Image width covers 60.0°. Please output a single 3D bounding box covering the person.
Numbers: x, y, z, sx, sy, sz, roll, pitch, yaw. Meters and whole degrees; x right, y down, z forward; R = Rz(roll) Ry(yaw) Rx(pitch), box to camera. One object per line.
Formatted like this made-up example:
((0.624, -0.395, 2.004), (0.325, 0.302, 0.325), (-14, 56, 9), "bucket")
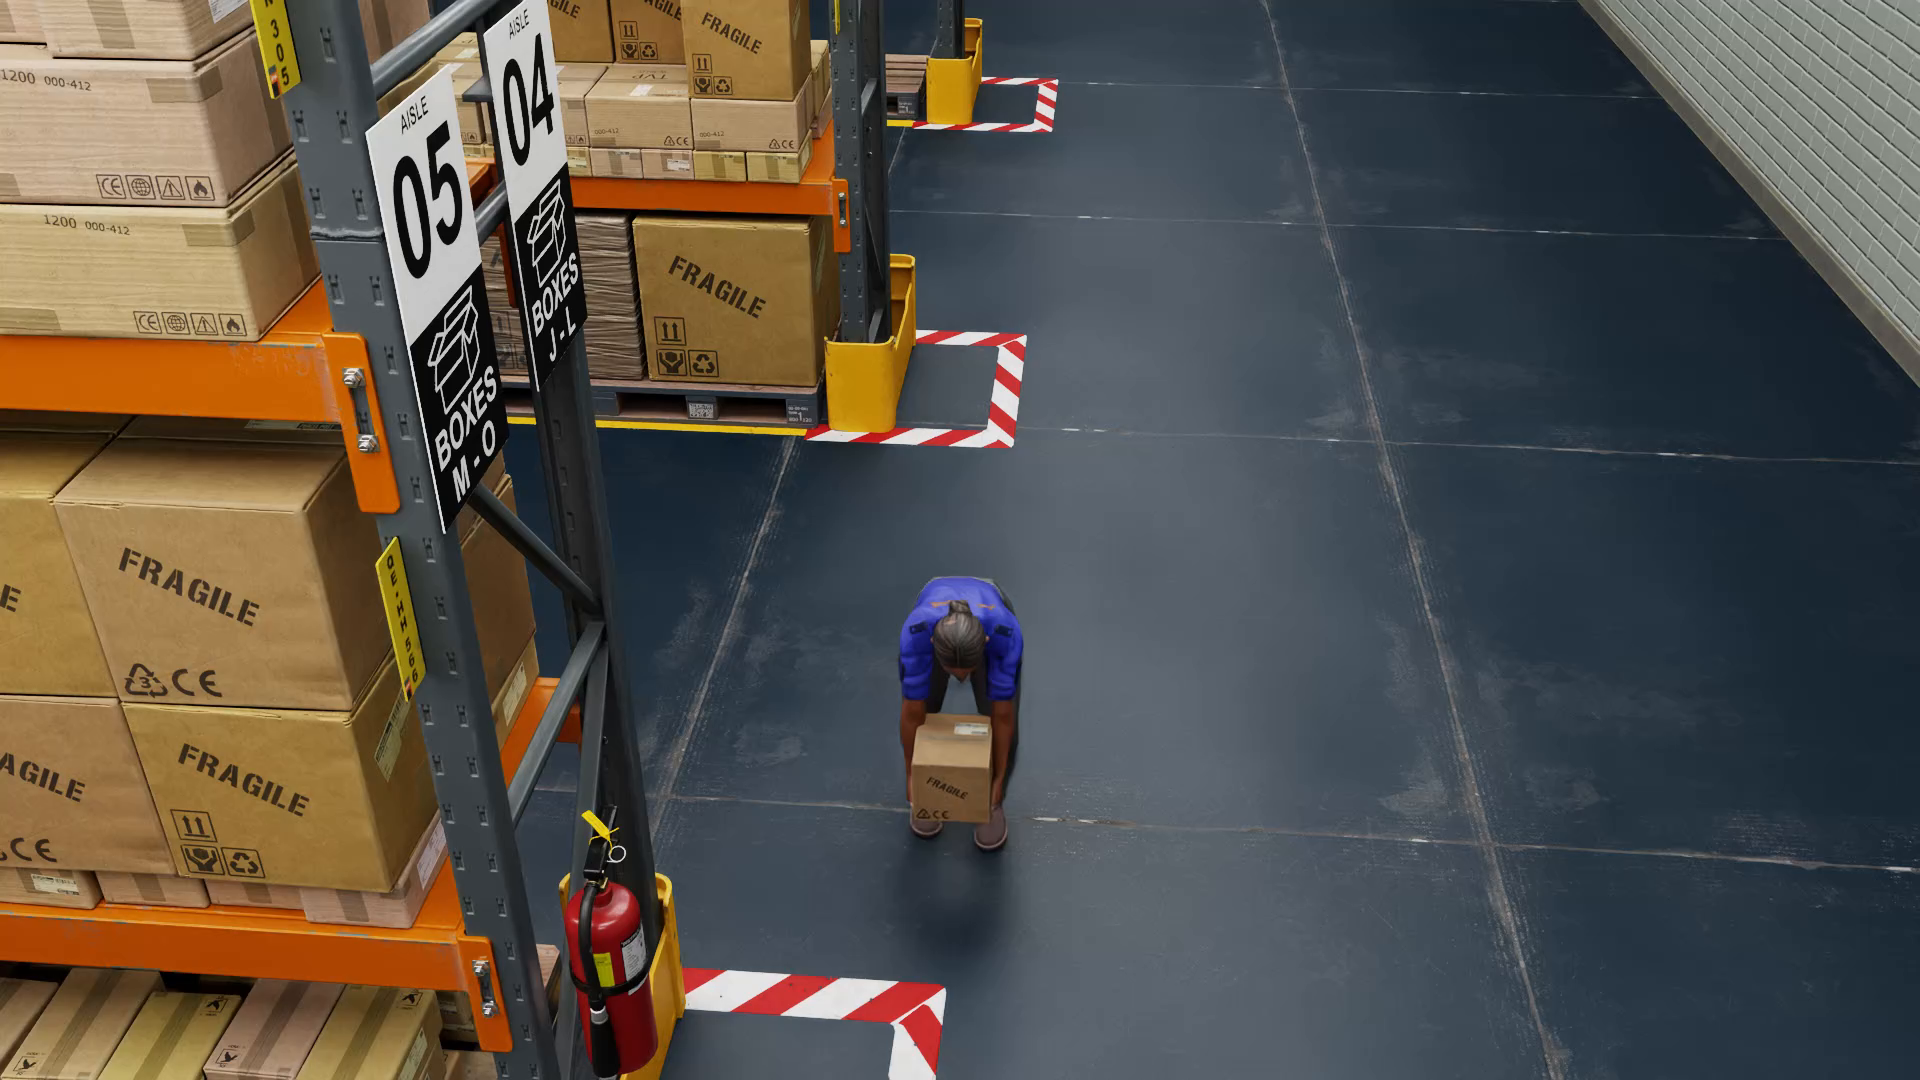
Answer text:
((-0.004, 0.585, 5.626), (0.425, 1.221, 0.824), (1, 32, 2), "person")
